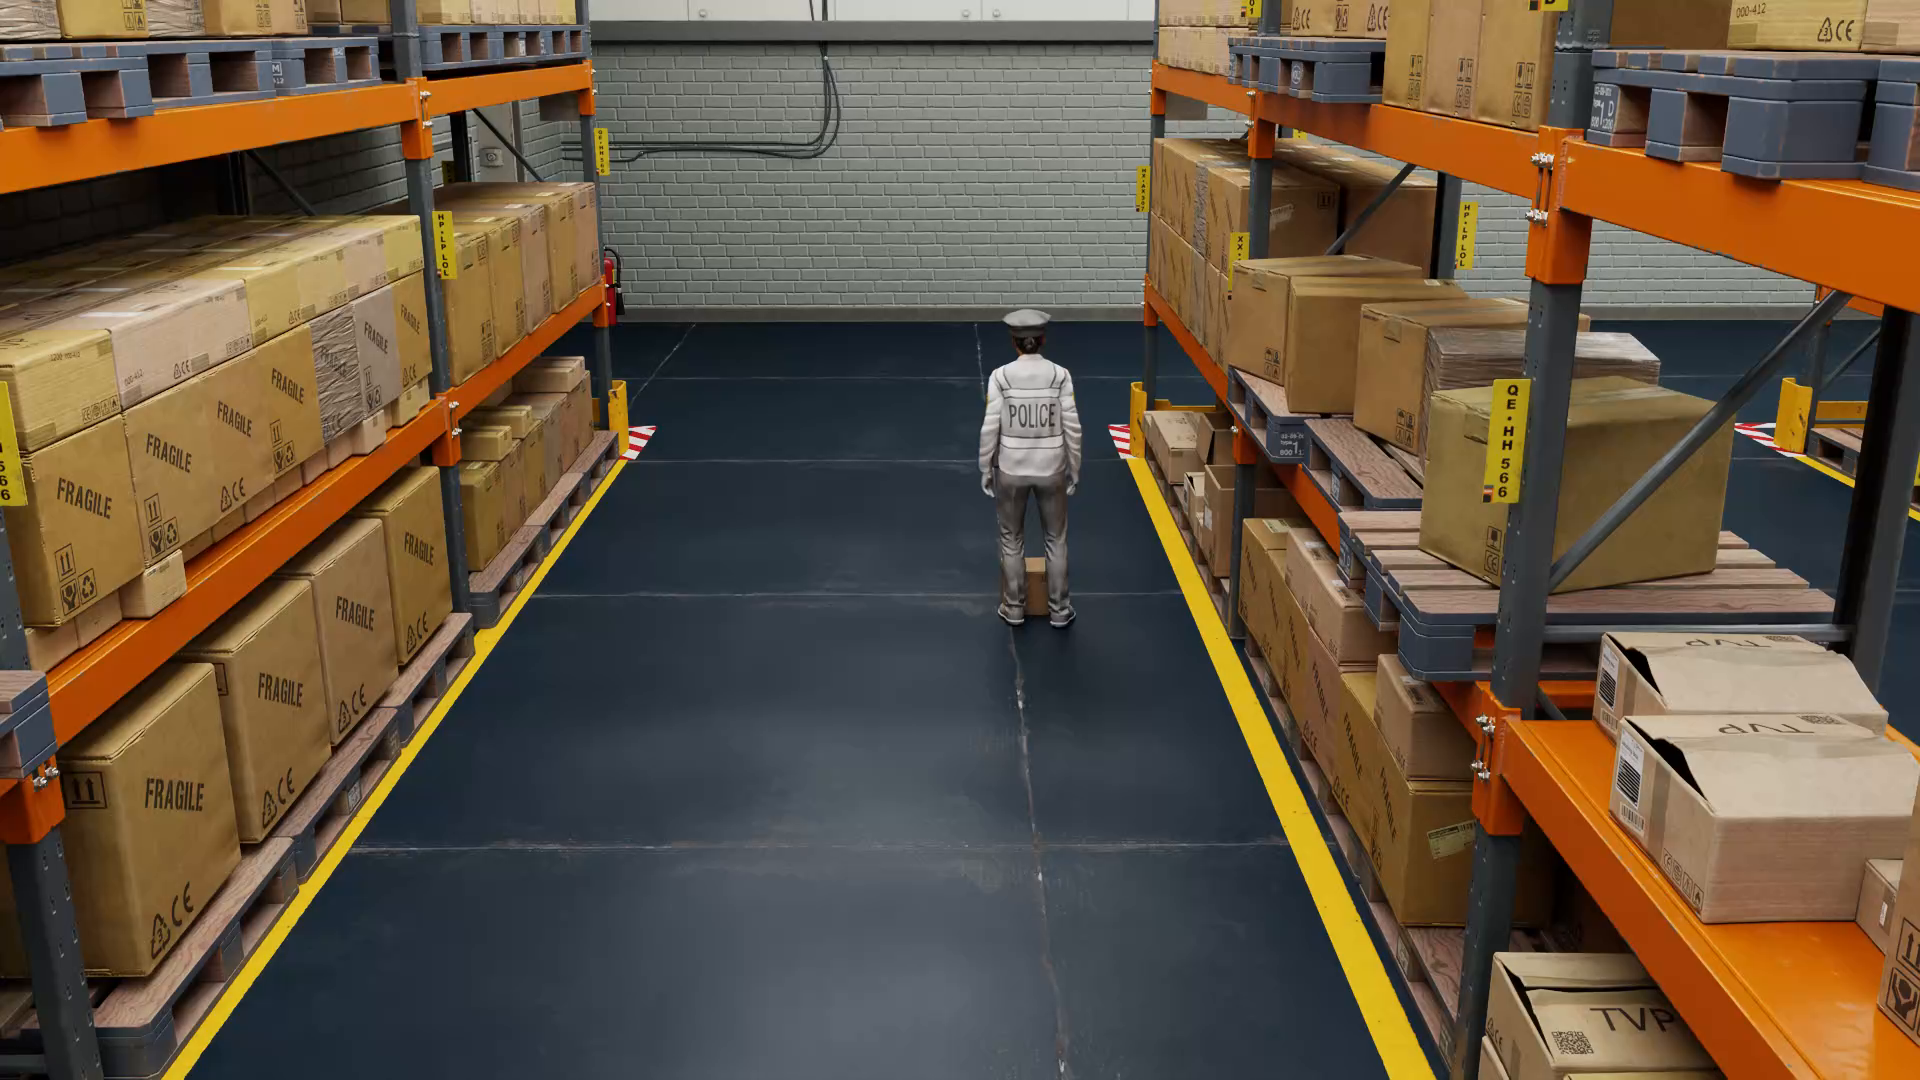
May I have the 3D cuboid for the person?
[{"bbox_3d":[0.371,-0.355,8.683,0.529,1.664,0.403,0,17,0],"label":"person"}]
